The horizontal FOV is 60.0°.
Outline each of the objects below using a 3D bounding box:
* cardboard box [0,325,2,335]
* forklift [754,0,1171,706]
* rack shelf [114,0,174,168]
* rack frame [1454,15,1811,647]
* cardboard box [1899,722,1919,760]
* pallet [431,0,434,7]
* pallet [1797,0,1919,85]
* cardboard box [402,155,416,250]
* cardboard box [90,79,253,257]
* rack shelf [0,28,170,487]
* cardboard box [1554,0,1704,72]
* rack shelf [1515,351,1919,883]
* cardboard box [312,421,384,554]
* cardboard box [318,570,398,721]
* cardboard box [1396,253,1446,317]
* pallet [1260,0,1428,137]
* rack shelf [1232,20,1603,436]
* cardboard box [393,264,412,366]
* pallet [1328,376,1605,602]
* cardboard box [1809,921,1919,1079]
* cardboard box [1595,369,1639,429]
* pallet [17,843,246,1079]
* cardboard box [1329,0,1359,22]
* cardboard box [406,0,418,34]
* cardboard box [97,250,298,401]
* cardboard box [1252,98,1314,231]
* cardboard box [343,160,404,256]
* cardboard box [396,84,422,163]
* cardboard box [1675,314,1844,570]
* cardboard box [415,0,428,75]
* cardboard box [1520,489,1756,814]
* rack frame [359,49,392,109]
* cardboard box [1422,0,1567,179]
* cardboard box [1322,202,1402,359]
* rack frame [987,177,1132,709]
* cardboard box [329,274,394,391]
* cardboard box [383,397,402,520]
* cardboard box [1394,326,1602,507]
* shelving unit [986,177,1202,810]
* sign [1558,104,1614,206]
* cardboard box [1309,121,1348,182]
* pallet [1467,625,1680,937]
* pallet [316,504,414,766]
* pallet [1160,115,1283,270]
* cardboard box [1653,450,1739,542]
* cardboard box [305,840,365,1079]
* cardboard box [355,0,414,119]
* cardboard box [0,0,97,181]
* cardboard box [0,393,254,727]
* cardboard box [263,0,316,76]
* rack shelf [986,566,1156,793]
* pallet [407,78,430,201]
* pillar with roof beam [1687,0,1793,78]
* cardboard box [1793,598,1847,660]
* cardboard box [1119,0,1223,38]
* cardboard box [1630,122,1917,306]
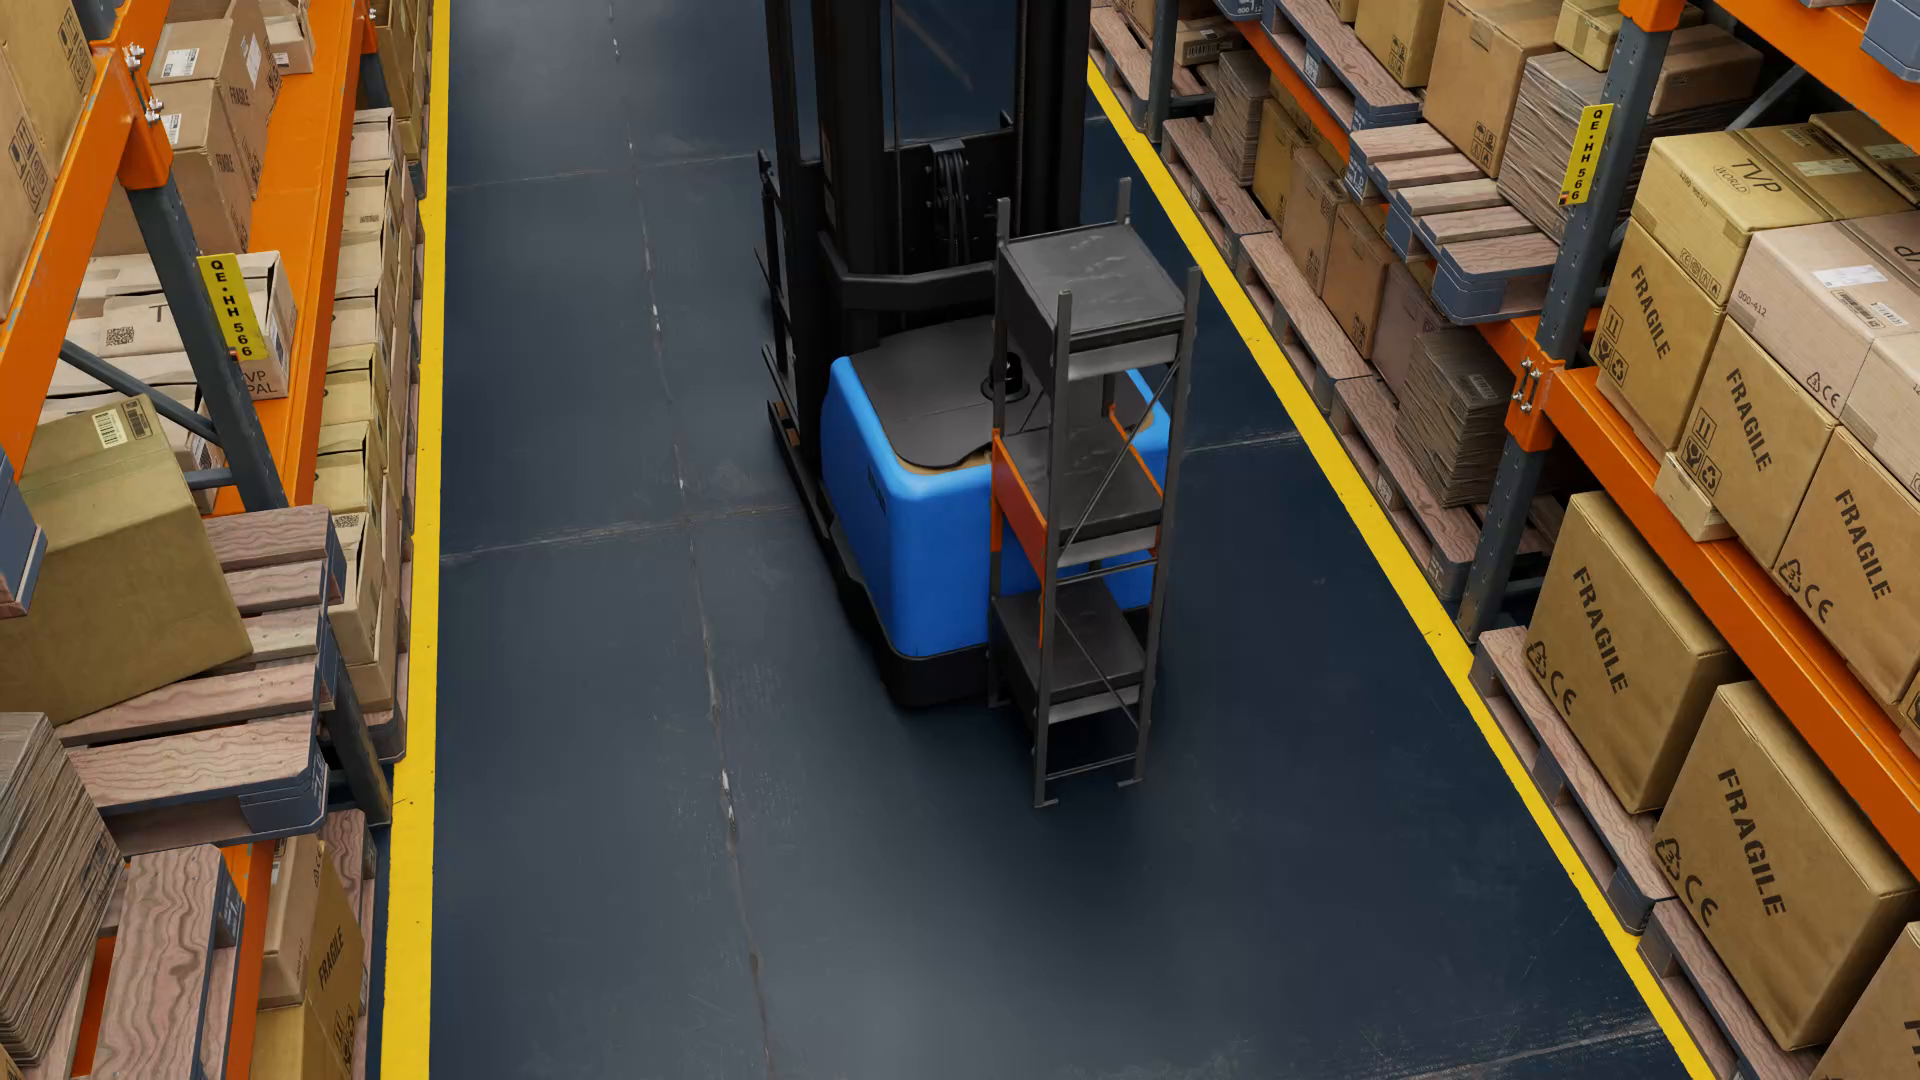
[{"bbox_3d":[-2.086,-0.332,2.530,0.910,0.500,0.500,-8,42,-9],"label":"cardboard box"},{"bbox_3d":[-0.196,-1.489,6.220,1.130,2.935,3.031,-12,43,-14],"label":"forklift"},{"bbox_3d":[-2.867,-2.268,5.327,1.077,0.370,4.000,-8,42,-9],"label":"rack shelf"},{"bbox_3d":[2.401,-0.831,5.426,1.000,3.000,0.127,-8,42,-9],"label":"rack frame"},{"bbox_3d":[2.587,0.495,4.107,0.380,0.149,0.250,-8,42,-9],"label":"cardboard box"},{"bbox_3d":[-3.956,-3.772,10.840,1.003,0.211,1.213,-8,42,-9],"label":"pallet"},{"bbox_3d":[2.592,-1.472,4.032,1.213,0.211,1.003,-7,42,-7],"label":"pallet"},{"bbox_3d":[-2.926,-1.613,8.062,0.500,0.250,0.500,-9,42,-10],"label":"cardboard box"},{"bbox_3d":[-2.813,-1.241,5.813,0.500,0.500,0.500,-10,43,-12],"label":"cardboard box"},{"bbox_3d":[-2.004,0.325,2.406,1.077,0.370,4.000,-8,42,-9],"label":"rack shelf"},{"bbox_3d":[2.213,-1.701,5.511,0.380,0.149,0.250,-15,44,-16],"label":"cardboard box"},{"bbox_3d":[2.833,0.735,4.205,1.077,0.370,4.000,-8,42,-9],"label":"rack shelf"},{"bbox_3d":[-2.383,-0.178,6.023,0.500,0.311,0.500,-9,42,-10],"label":"cardboard box"},{"bbox_3d":[-2.261,0.371,5.827,0.500,0.250,0.500,-8,42,-9],"label":"cardboard box"},{"bbox_3d":[2.133,-1.178,6.805,0.500,0.250,0.500,-8,42,-8],"label":"cardboard box"},{"bbox_3d":[1.934,-2.036,6.929,1.003,0.211,1.213,-8,42,-9],"label":"pallet"},{"bbox_3d":[1.969,-1.858,7.125,1.077,0.370,4.000,-8,42,-9],"label":"rack shelf"},{"bbox_3d":[-2.708,-0.953,7.319,0.500,0.250,0.500,-7,42,-8],"label":"cardboard box"},{"bbox_3d":[2.234,-0.295,6.923,1.003,0.211,1.213,-8,42,-9],"label":"pallet"},{"bbox_3d":[2.802,1.431,4.182,0.750,0.750,0.750,-7,42,-8],"label":"cardboard box"},{"bbox_3d":[2.246,-0.498,5.225,0.380,0.149,0.250,-9,42,-10],"label":"cardboard box"},{"bbox_3d":[-2.011,1.213,3.268,1.003,0.211,1.213,-8,42,-9],"label":"pallet"},{"bbox_3d":[1.900,-2.505,6.906,0.700,0.500,0.500,-3,42,-3],"label":"cardboard box"},{"bbox_3d":[-3.309,-3.114,9.189,0.500,0.500,0.500,-8,42,-9],"label":"cardboard box"},{"bbox_3d":[-2.439,-0.693,5.338,0.500,0.311,0.500,-9,42,-10],"label":"cardboard box"},{"bbox_3d":[1.873,-1.851,8.127,0.700,0.500,0.500,-9,42,-10],"label":"cardboard box"},{"bbox_3d":[-2.813,-1.492,7.504,0.500,0.311,0.500,-7,42,-8],"label":"cardboard box"},{"bbox_3d":[-3.103,-2.184,8.706,0.500,0.250,0.500,-8,42,-9],"label":"cardboard box"},{"bbox_3d":[2.360,-0.294,4.508,0.500,0.500,0.500,-7,42,-8],"label":"cardboard box"},{"bbox_3d":[-3.308,-2.834,9.438,0.500,0.250,0.500,-8,42,-9],"label":"cardboard box"},{"bbox_3d":[2.432,0.312,5.442,0.750,0.750,0.750,-9,42,-10],"label":"cardboard box"},{"bbox_3d":[-3.299,-2.711,7.545,1.000,3.000,0.127,-8,42,-9],"label":"rack frame"},{"bbox_3d":[2.143,-1.694,5.992,0.700,0.500,0.500,-12,43,-13],"label":"cardboard box"},{"bbox_3d":[2.062,-1.188,7.381,0.700,0.500,0.500,-9,42,-10],"label":"cardboard box"},{"bbox_3d":[0.294,-0.211,5.401,0.400,2.100,0.015,-12,43,-13],"label":"rack frame"},{"bbox_3d":[-2.603,-0.842,6.771,0.500,0.311,0.500,-9,42,-10],"label":"cardboard box"},{"bbox_3d":[-2.489,-0.291,6.573,0.500,0.250,0.500,-9,42,-10],"label":"cardboard box"},{"bbox_3d":[2.195,-0.520,6.627,0.700,0.500,0.500,-8,42,-9],"label":"cardboard box"},{"bbox_3d":[0.370,-0.056,5.228,0.431,2.100,0.503,-12,43,-13],"label":"shelving unit"},{"bbox_3d":[1.873,-1.150,4.974,0.100,0.325,0.005,-8,42,-9],"label":"sign"},{"bbox_3d":[1.927,-1.837,7.547,0.500,0.250,0.500,-9,42,-11],"label":"cardboard box"},{"bbox_3d":[2.497,0.734,5.764,1.003,0.211,1.213,-8,42,-9],"label":"pallet"},{"bbox_3d":[-2.575,0.385,6.157,1.003,0.211,1.213,-8,42,-9],"label":"pallet"},{"bbox_3d":[1.707,-1.876,8.705,1.003,0.211,1.213,-8,42,-9],"label":"pallet"},{"bbox_3d":[2.266,-0.149,4.832,0.380,0.149,0.250,-7,42,-8],"label":"cardboard box"},{"bbox_3d":[-2.004,1.225,4.663,0.500,0.500,0.500,-7,42,-8],"label":"cardboard box"},{"bbox_3d":[-3.093,-2.466,8.458,0.500,0.500,0.500,-8,42,-9],"label":"cardboard box"},{"bbox_3d":[-2.308,-1.000,3.282,0.910,0.500,0.500,-8,42,-9],"label":"cardboard box"},{"bbox_3d":[-2.189,0.079,4.010,0.700,0.500,0.500,-22,46,-23],"label":"cardboard box"},{"bbox_3d":[-2.929,-2.117,6.977,0.396,0.266,0.258,-9,42,-10],"label":"cardboard box"},{"bbox_3d":[0.368,0.475,5.706,0.431,0.518,0.480,-12,43,-13],"label":"rack shelf"},{"bbox_3d":[-3.429,-2.190,9.058,1.003,0.211,1.213,-8,42,-9],"label":"pallet"},{"bbox_3d":[-1.239,-3.424,3.829,9.100,9.000,0.400,-8,42,-9],"label":"pillar with roof beam"},{"bbox_3d":[2.506,0.164,4.480,0.380,0.149,0.250,-7,42,-8],"label":"cardboard box"},{"bbox_3d":[1.274,-3.320,9.782,0.500,0.500,0.500,-11,43,-12],"label":"cardboard box"},{"bbox_3d":[2.253,-0.917,4.645,0.500,0.250,0.500,-7,42,-8],"label":"cardboard box"}]
